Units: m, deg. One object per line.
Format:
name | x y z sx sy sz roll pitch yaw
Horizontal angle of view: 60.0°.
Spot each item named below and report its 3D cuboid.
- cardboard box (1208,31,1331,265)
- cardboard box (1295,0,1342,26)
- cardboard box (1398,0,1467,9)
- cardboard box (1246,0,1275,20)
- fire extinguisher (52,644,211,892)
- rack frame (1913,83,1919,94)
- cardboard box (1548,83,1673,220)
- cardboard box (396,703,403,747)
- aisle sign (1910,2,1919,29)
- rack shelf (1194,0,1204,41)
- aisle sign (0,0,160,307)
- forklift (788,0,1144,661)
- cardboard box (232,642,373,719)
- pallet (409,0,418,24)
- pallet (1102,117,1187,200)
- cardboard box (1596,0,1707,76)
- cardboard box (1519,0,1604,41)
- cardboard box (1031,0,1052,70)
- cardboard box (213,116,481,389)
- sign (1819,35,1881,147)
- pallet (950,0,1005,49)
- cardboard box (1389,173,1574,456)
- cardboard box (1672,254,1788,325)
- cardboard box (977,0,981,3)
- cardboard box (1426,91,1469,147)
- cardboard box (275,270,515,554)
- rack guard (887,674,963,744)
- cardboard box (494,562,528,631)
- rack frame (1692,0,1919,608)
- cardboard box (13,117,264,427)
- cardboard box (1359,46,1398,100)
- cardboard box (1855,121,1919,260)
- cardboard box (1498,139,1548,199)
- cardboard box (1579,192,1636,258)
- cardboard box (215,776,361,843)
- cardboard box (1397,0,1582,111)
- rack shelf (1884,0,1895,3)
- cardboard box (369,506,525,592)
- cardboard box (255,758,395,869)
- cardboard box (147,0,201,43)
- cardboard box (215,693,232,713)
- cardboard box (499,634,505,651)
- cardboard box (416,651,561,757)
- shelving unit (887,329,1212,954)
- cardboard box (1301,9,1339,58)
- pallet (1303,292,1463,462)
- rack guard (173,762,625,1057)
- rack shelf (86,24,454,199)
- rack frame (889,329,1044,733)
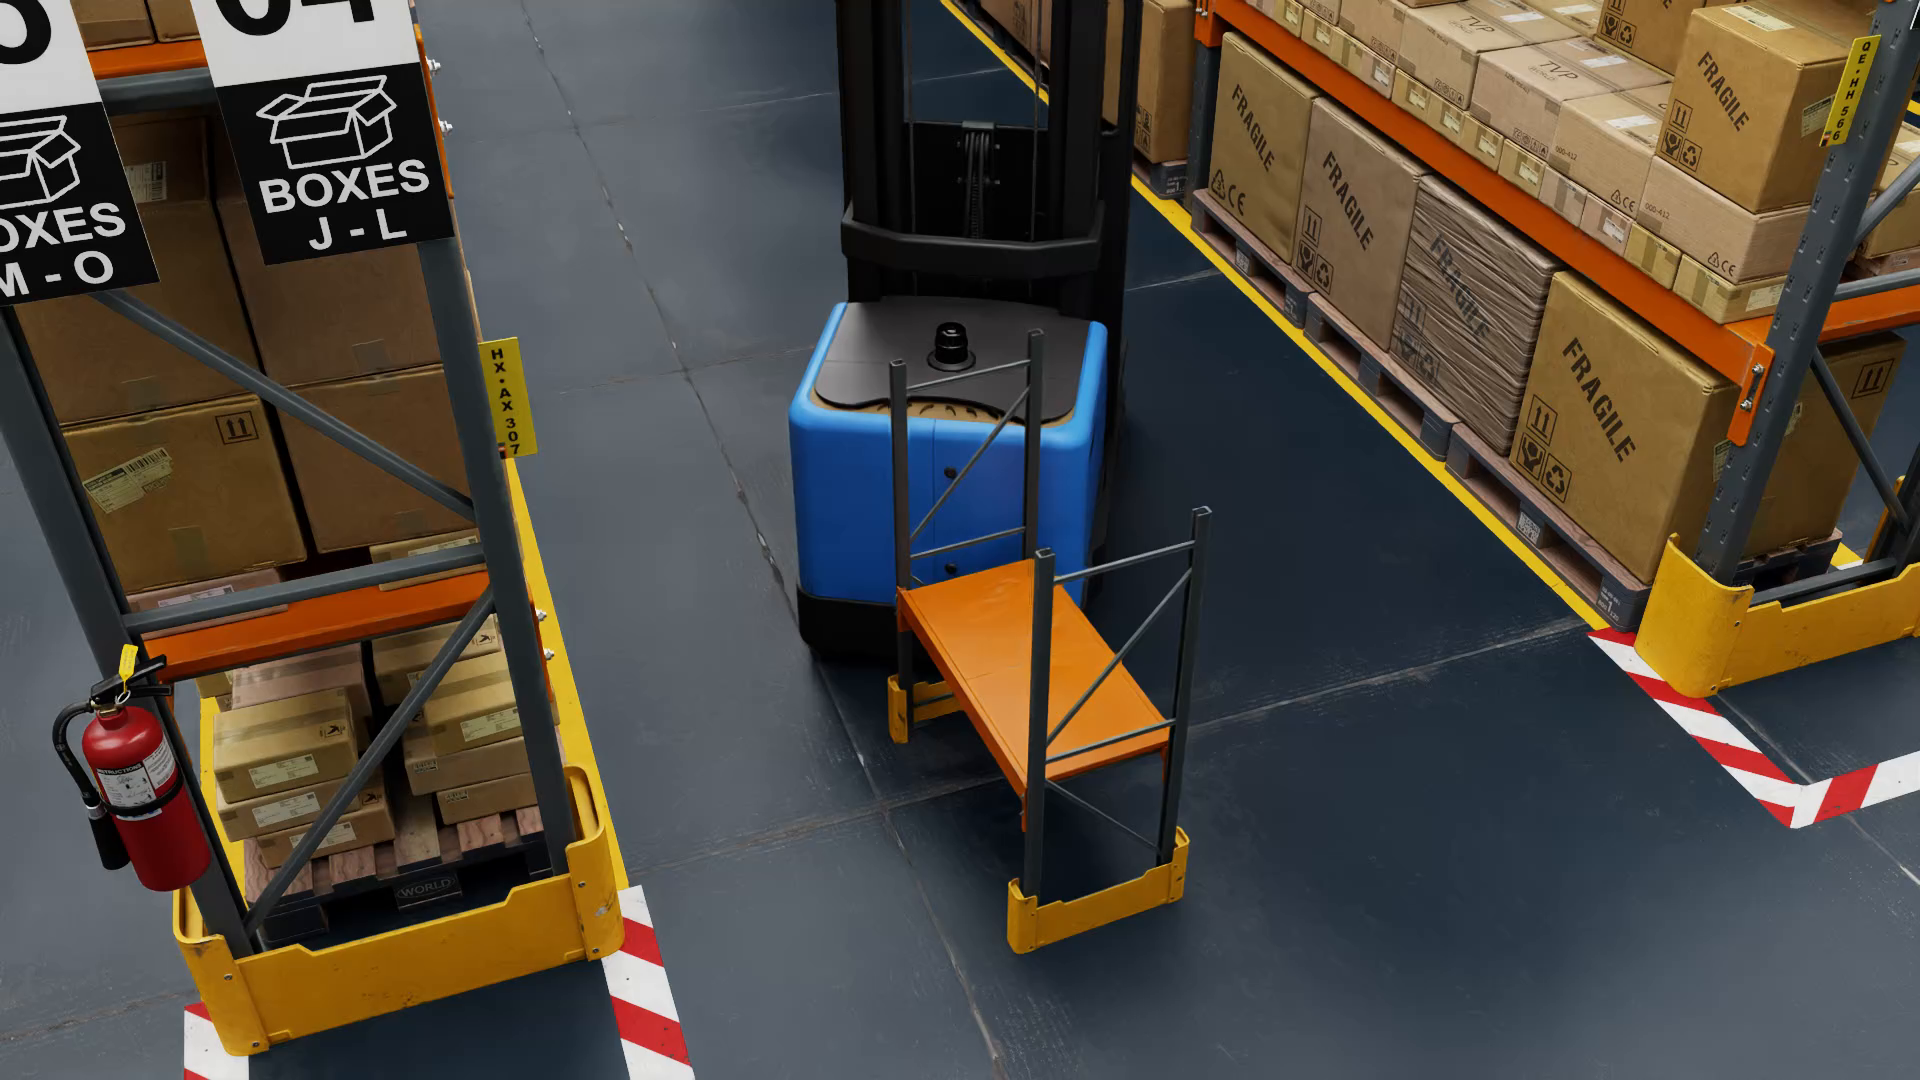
cardboard box | 1.873 -2.036 8.377 0.875 0.875 0.875 -12 39 -16
cardboard box | 1.803 -2.564 7.538 0.500 0.250 0.500 -13 39 -16
cardboard box | 1.991 -2.569 6.921 0.500 0.500 0.500 -14 39 -17
cardboard box | 1.601 -2.622 7.946 0.380 0.149 0.250 -14 39 -17
fire extinguisher | -1.941 0.541 3.913 0.296 0.674 0.183 -12 39 -16
rack frame | 6.371 -4.132 9.742 1.000 3.000 0.127 -12 39 -16
cardboard box | 2.507 -1.411 6.008 0.500 0.250 0.500 -13 39 -17
cardboard box | -1.641 0.601 5.480 0.380 0.149 0.250 -13 39 -16
aisle sign | 2.840 -1.782 4.463 0.394 0.787 0.004 -12 39 -16
rack shelf | 1.033 -3.949 10.097 1.077 0.370 4.000 -12 39 -16
aisle sign | -1.851 -0.812 3.174 0.394 0.787 0.004 -12 39 -16
forklift | 0.139 -1.574 6.403 1.130 2.935 3.031 5 37 7
cardboard box | -2.047 0.456 5.178 0.380 0.149 0.250 -12 39 -15
pallet | -3.097 -2.522 7.764 1.003 0.211 1.213 -12 39 -16
pallet | 1.385 -2.413 9.778 1.003 0.211 1.213 -12 39 -16
cardboard box | 2.830 -2.106 6.307 0.500 0.500 0.500 -13 39 -17
cardboard box | 2.647 -2.103 6.927 0.500 0.250 0.500 -13 39 -17
cardboard box | 1.174 -3.288 10.038 1.225 0.875 0.875 -14 39 -18
cardboard box | -1.500 -0.744 4.083 0.500 0.500 0.500 -13 39 -16
sign | 2.583 -1.299 4.823 0.100 0.325 0.005 -12 39 -16
pallet | 0.545 -3.791 11.608 1.003 0.211 1.213 -12 39 -16
cardboard box | 2.489 -1.025 7.034 0.875 0.875 0.875 -12 39 -16
cardboard box | 2.666 -0.879 5.633 0.380 0.149 0.250 -12 39 -15
cardboard box | 0.562 -4.291 11.371 1.225 0.875 0.875 -14 39 -18
cardboard box | 2.140 -1.743 6.780 0.380 0.149 0.250 -12 39 -15
cardboard box | -1.490 -0.347 4.387 0.500 0.500 0.500 -11 38 -14
rack guard | 0.031 0.525 5.845 0.587 0.250 0.087 -15 39 -18
cardboard box | -1.630 0.190 5.530 0.380 0.149 0.250 -13 39 -16
rack frame | 3.097 -0.847 5.381 1.000 3.000 0.127 -12 39 -16
cardboard box | -1.986 -0.642 3.948 0.500 0.500 0.500 -13 39 -17
cardboard box | 1.957 -2.038 7.171 0.380 0.149 0.250 -12 39 -15
cardboard box | 3.186 -1.233 5.771 0.500 0.250 0.500 -13 39 -17
cardboard box | 2.313 -1.456 6.399 0.380 0.149 0.250 -13 39 -17
cardboard box | 2.489 -1.169 6.017 0.380 0.149 0.250 -12 39 -16
cardboard box | -2.044 0.736 5.053 0.380 0.149 0.250 -13 39 -17
cardboard box | 2.149 -1.992 6.779 0.500 0.250 0.500 -12 39 -16
rack shelf | 2.409 -2.887 6.195 1.077 0.370 4.000 -12 39 -16
cardboard box | -1.398 -0.027 4.502 0.380 0.149 0.250 -13 39 -16
cardboard box | -1.971 0.840 5.162 0.380 0.149 0.250 -12 39 -15
cardboard box | -1.509 -1.322 3.643 0.500 0.250 0.500 -11 38 -14
cardboard box | -2.225 0.443 5.442 0.380 0.149 0.250 -14 39 -18
cardboard box | -1.575 0.460 5.420 0.380 0.149 0.250 -13 39 -16
cardboard box | -1.456 0.490 5.132 0.380 0.149 0.250 -14 39 -18
shelving unit | 0.228 0.301 5.104 0.587 1.500 1.083 -15 39 -18
cardboard box | 1.784 -2.325 7.552 0.380 0.149 0.250 -13 39 -17
pallet | 2.333 -0.857 7.712 1.003 0.211 1.213 -12 39 -16
rack guard | -1.621 1.079 4.903 1.175 0.500 0.348 -12 39 -16
rack shelf | -2.283 -1.918 4.907 1.077 0.370 4.000 -12 39 -16
rack frame | 0.023 0.015 5.483 0.500 1.500 0.032 -15 39 -18
